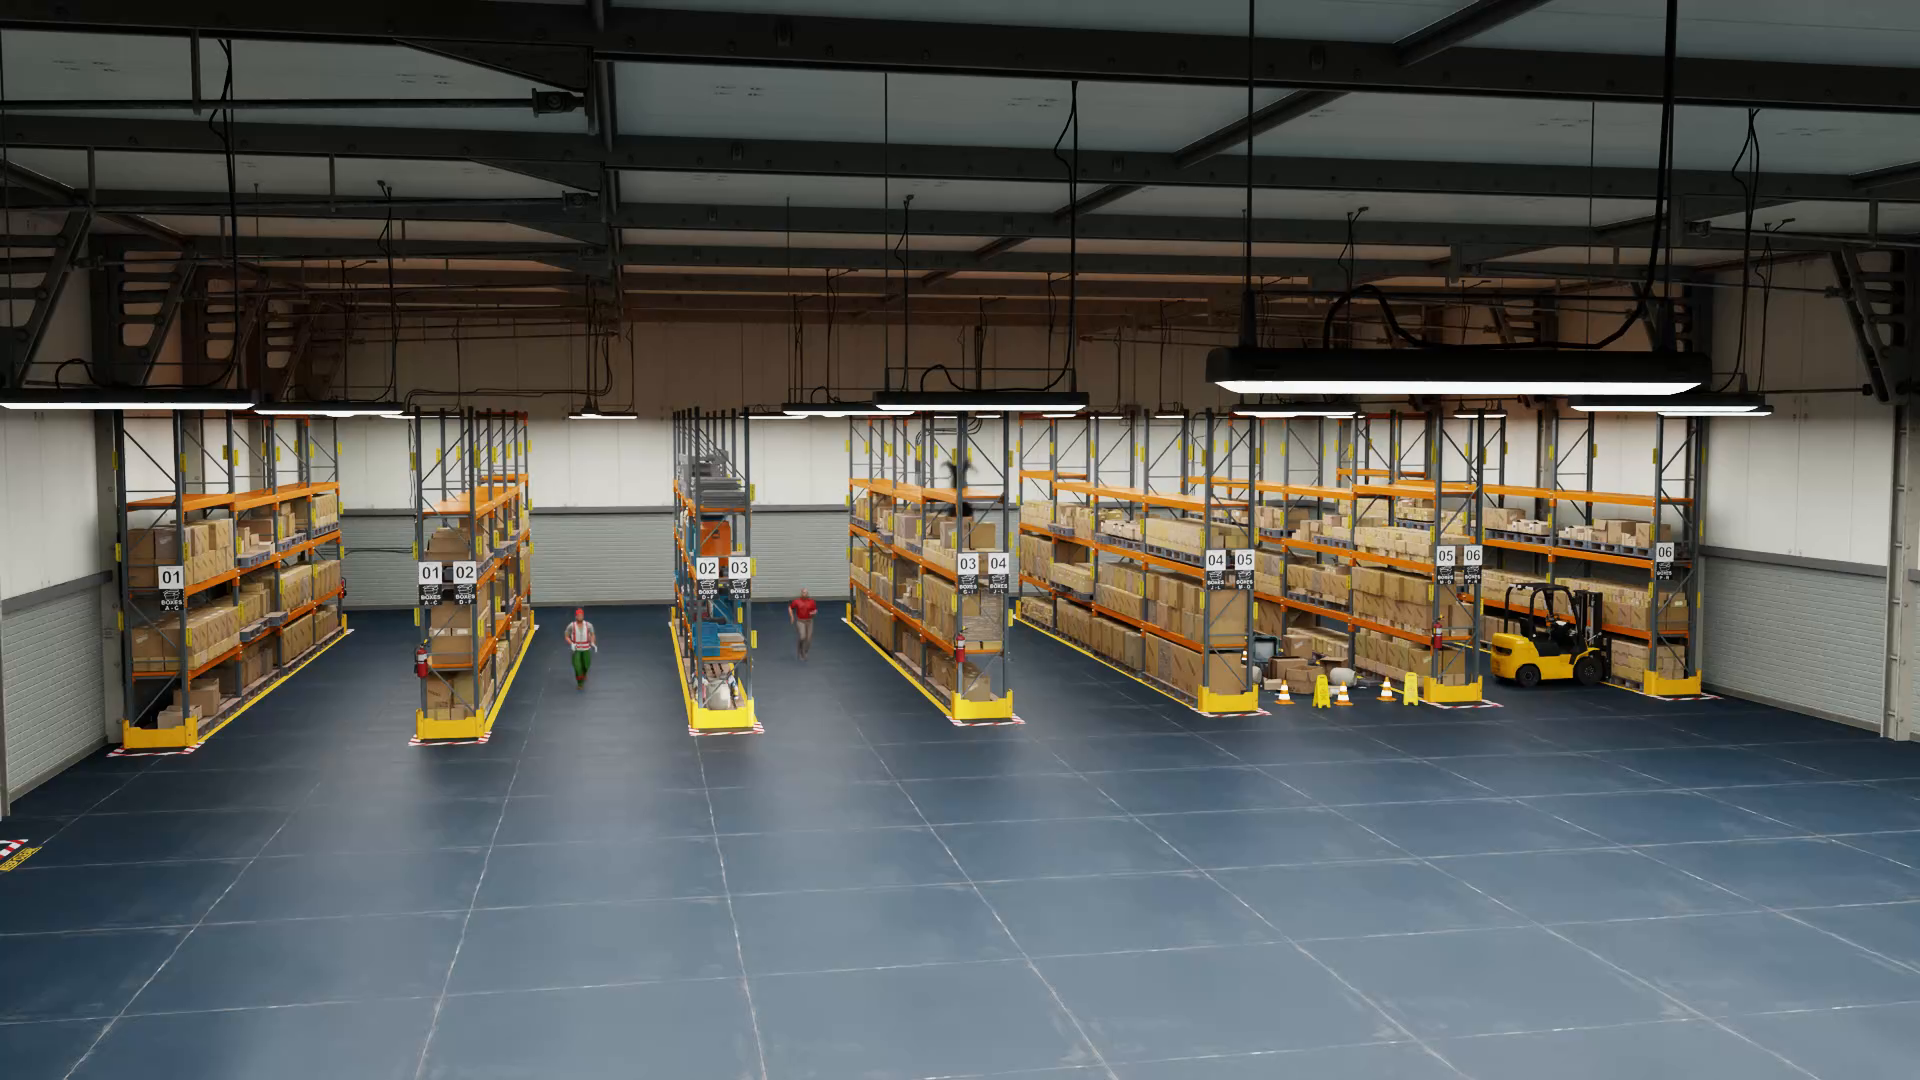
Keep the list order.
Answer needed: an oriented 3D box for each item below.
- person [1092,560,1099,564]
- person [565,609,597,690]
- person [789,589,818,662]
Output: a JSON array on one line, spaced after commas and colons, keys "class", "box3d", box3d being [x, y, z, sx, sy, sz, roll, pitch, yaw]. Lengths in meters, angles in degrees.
[{"class": "person", "box3d": [3.999, 1.428, 48.222, 0.635, 1.728, 1.028, -2, 5, -30]}, {"class": "person", "box3d": [-8.106, 2.335, 35.552, 0.660, 1.727, 0.645, -1, 4, -19]}, {"class": "person", "box3d": [-3.717, 2.045, 39.808, 0.646, 1.767, 0.735, -2, 4, -21]}]
